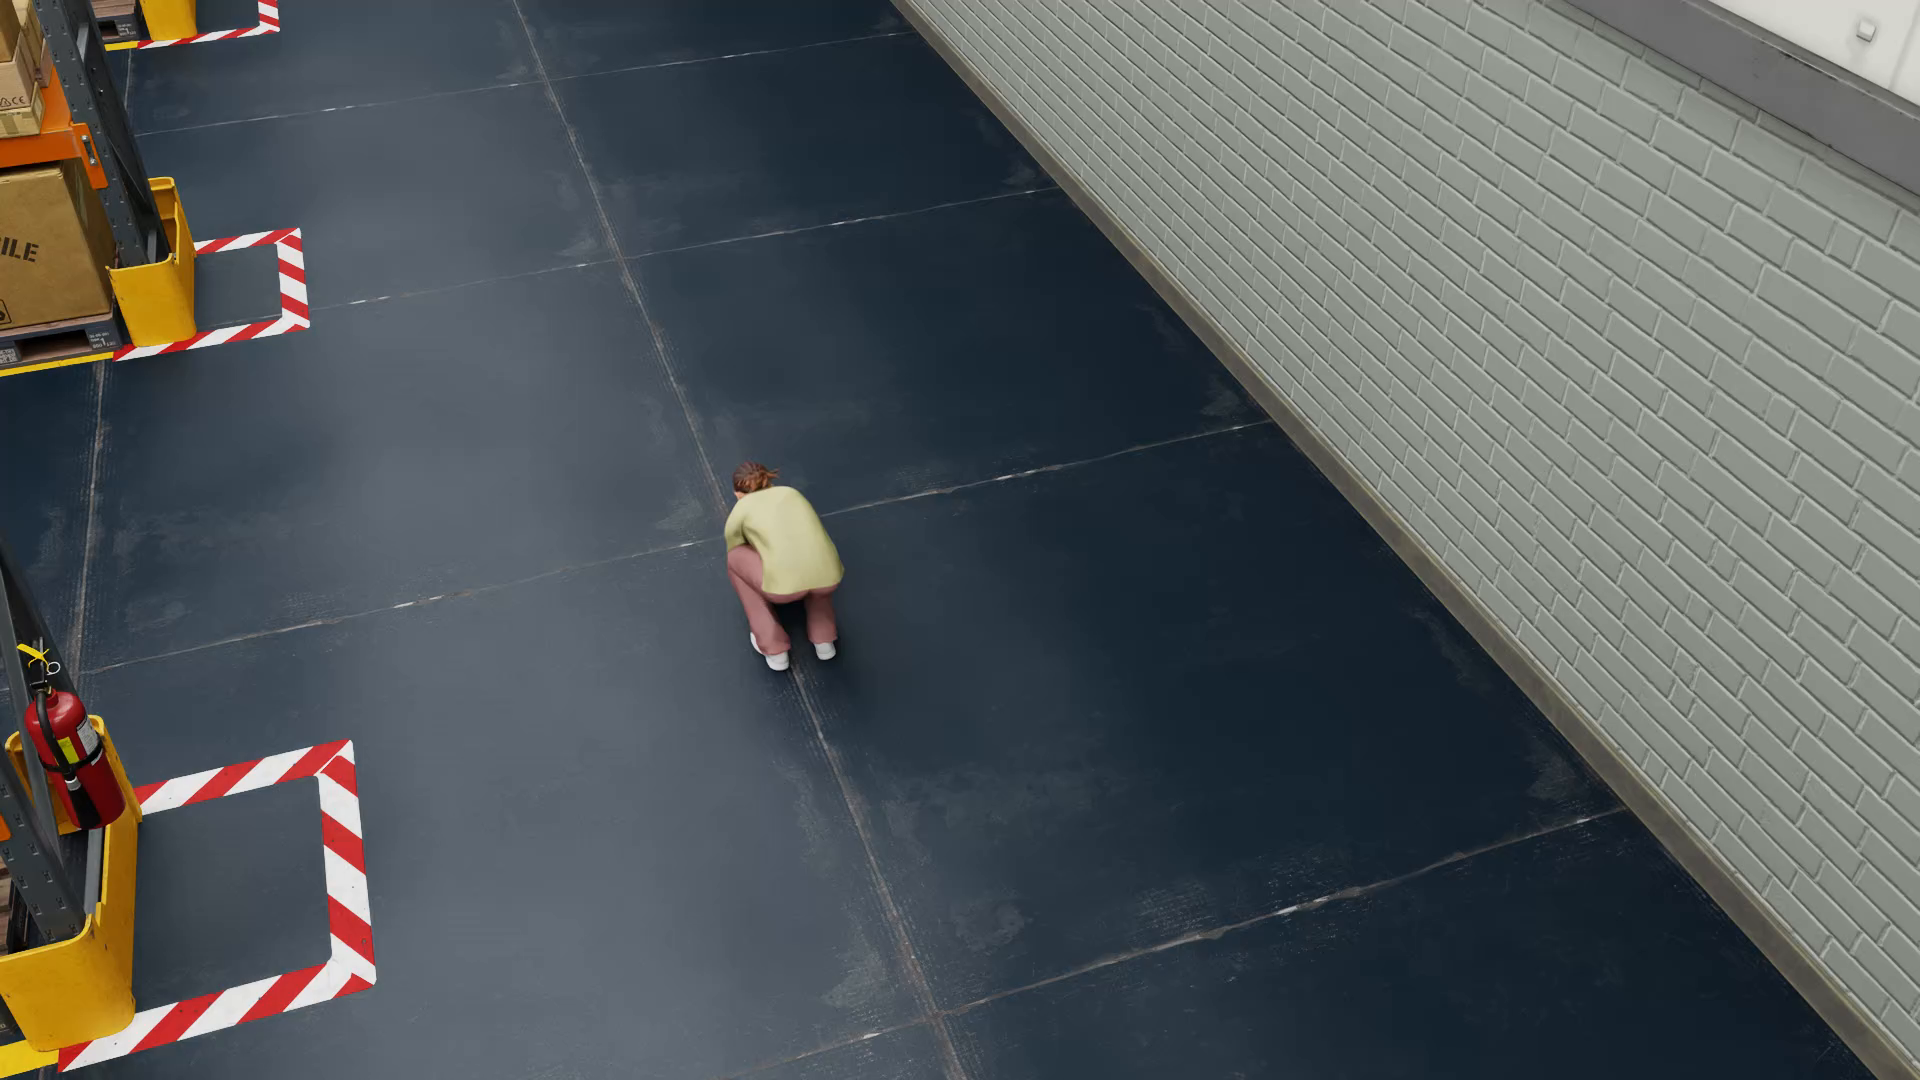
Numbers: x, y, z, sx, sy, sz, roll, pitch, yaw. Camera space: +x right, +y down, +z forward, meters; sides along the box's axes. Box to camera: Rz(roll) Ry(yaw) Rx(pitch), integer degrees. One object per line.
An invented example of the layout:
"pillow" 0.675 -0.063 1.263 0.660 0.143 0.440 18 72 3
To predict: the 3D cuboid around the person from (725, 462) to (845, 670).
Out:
"person" -0.802 0.106 7.423 0.463 0.754 0.867 -14 40 -17
